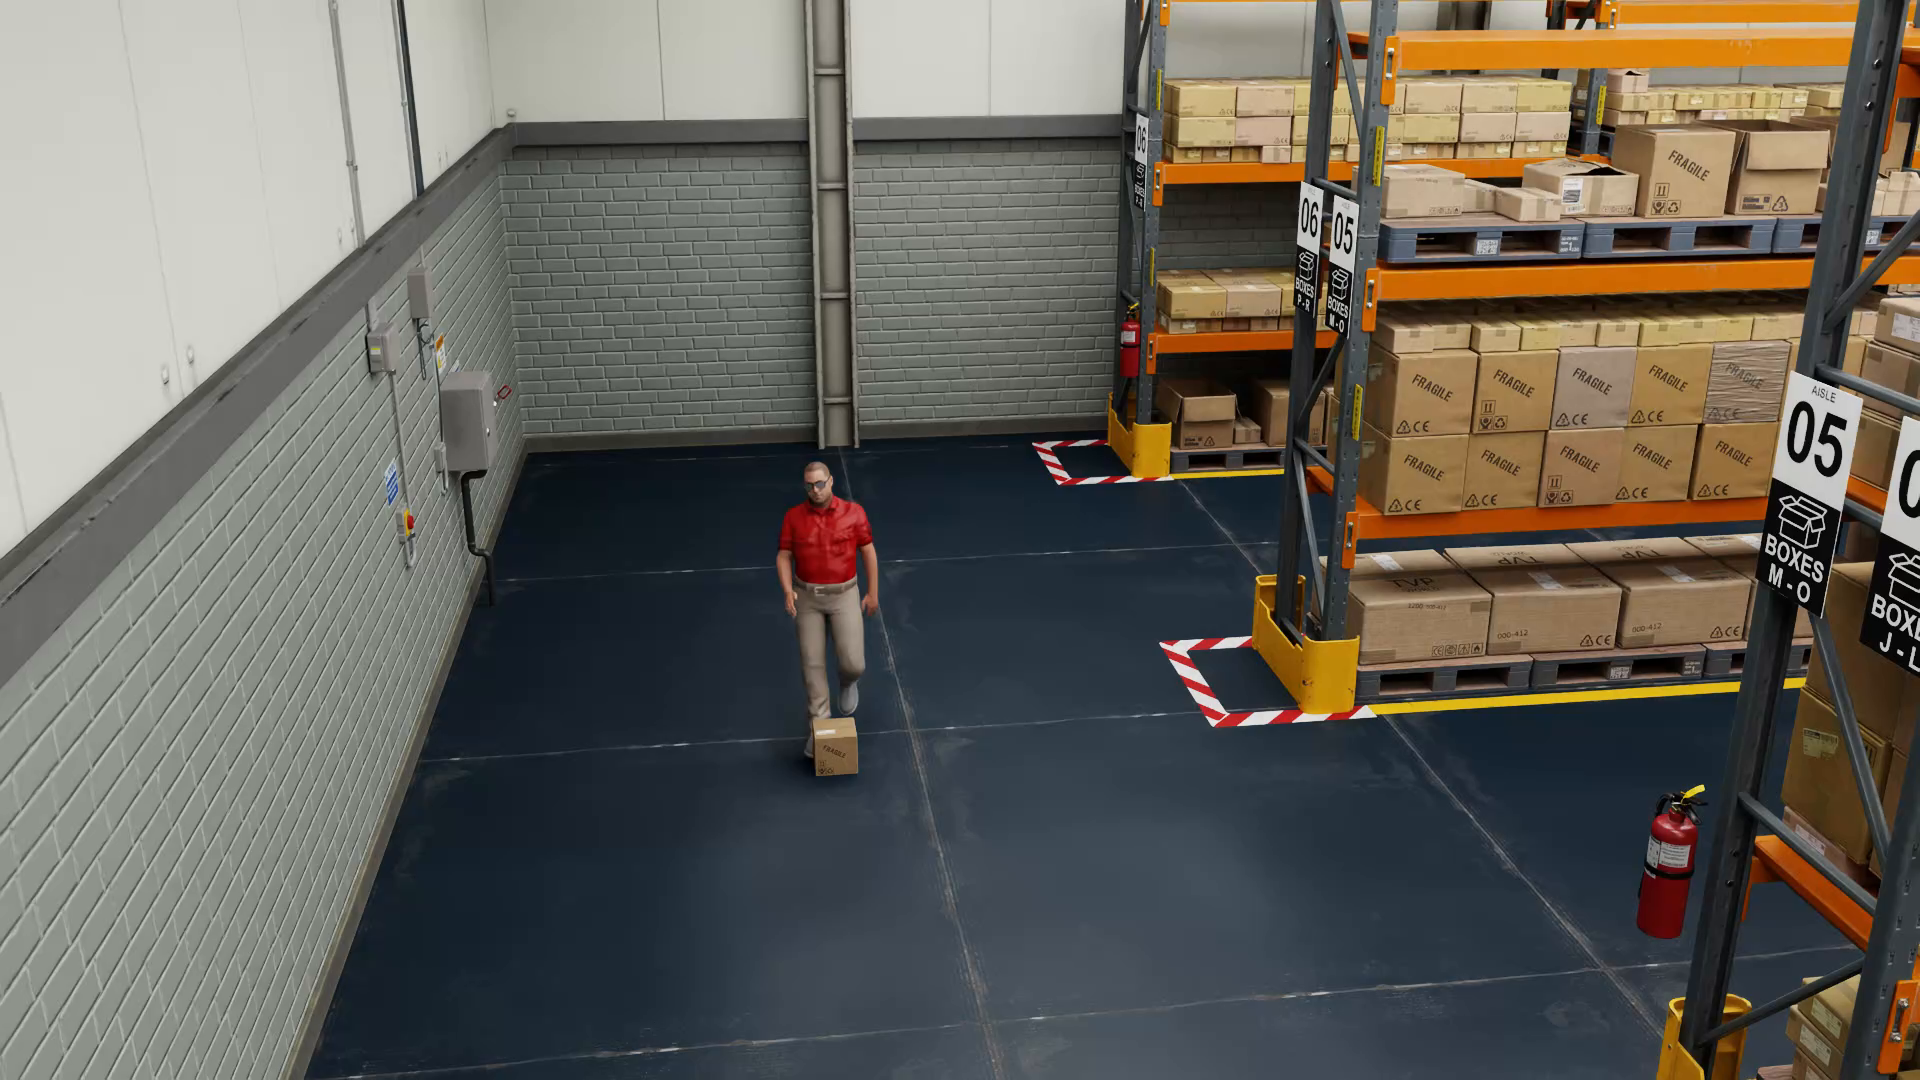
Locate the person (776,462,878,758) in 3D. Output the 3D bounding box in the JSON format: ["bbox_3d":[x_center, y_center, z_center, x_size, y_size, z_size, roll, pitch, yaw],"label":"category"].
[{"bbox_3d":[-0.810,0.398,10.020,0.605,1.678,0.775,0,20,1],"label":"person"}]
